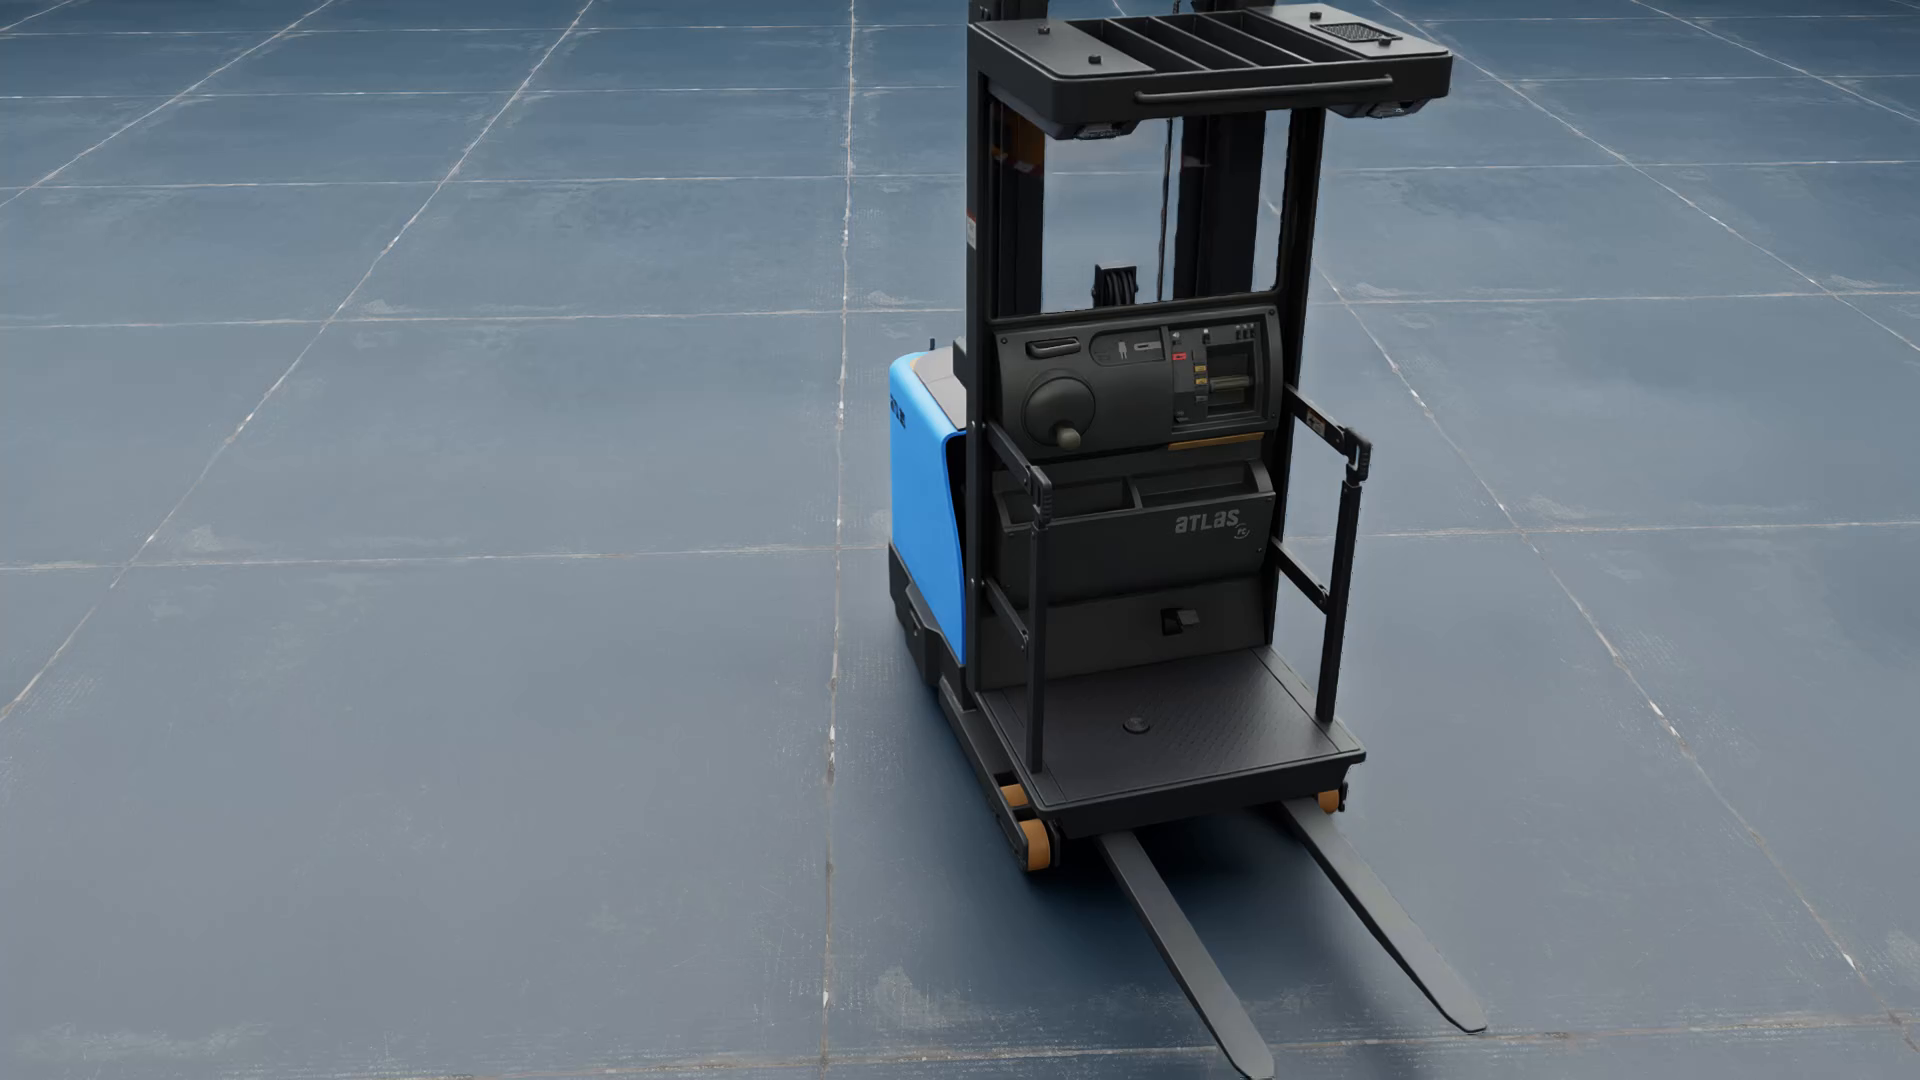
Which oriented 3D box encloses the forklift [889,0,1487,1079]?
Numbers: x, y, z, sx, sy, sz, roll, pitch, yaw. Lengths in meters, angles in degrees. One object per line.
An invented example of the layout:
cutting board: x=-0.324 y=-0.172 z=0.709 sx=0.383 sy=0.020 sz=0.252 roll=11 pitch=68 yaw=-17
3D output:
forklift: x=0.625 y=-0.459 z=4.960 sx=1.130 sy=2.935 sz=3.031 roll=-8 pitch=29 yaw=-15

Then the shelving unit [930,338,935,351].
shelving unit: x=0.000 y=-0.395 z=7.035 sx=0.258 sy=0.900 sz=0.210 roll=-1 pitch=28 yaw=-3

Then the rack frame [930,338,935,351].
rack frame: x=-0.005 y=-0.442 z=7.125 sx=0.240 sy=0.900 sz=0.006 roll=-1 pitch=28 yaw=-3
